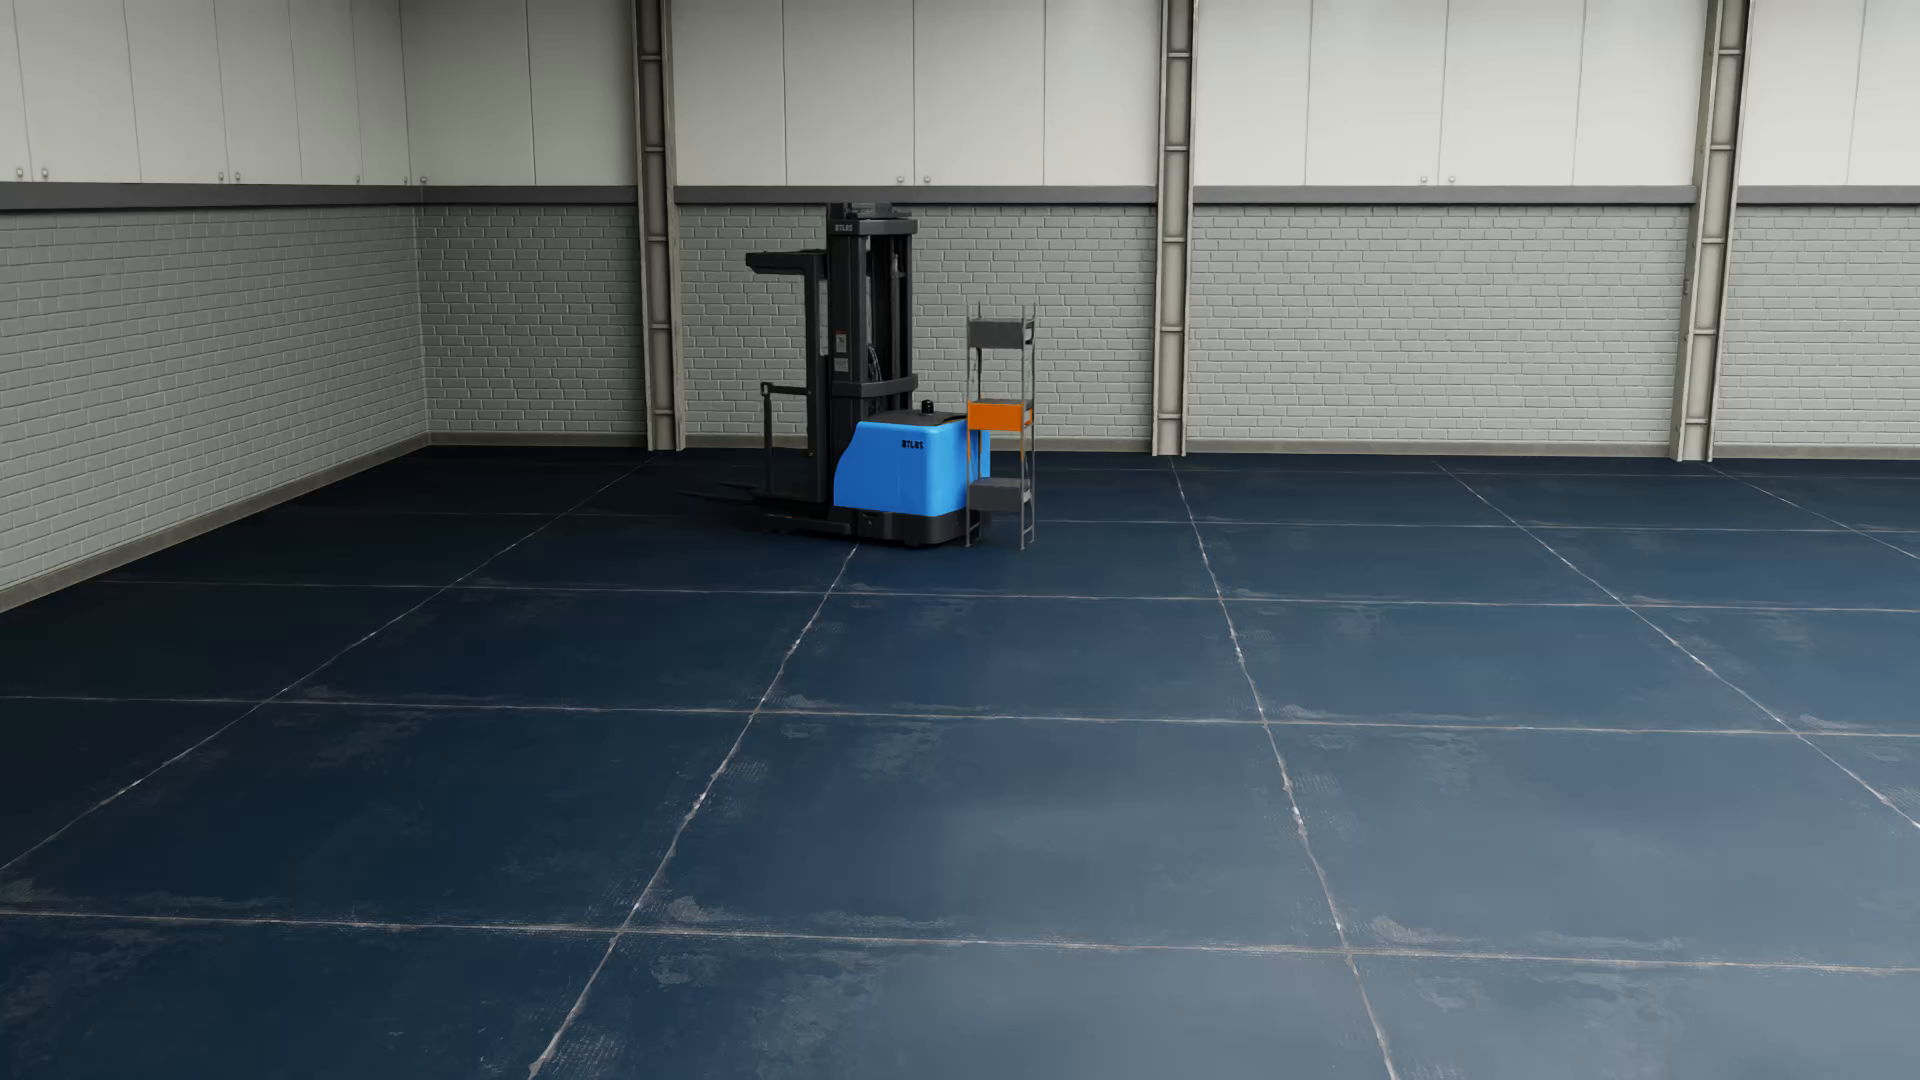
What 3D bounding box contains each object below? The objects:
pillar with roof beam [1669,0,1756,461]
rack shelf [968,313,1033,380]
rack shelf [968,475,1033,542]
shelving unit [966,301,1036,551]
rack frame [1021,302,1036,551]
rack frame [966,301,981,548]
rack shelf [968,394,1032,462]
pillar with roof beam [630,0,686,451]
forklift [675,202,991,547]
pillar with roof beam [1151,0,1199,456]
[{"bbox_3d":[8.157,-4.460,14.111,0.400,9.000,9.100,1,12,4],"label":"pillar with roof beam"},{"bbox_3d":[0.354,-1.658,14.215,0.480,0.518,0.431,3,12,16],"label":"rack shelf"},{"bbox_3d":[0.354,-0.288,14.502,0.480,0.518,0.431,3,12,16],"label":"rack shelf"},{"bbox_3d":[0.354,-0.986,14.356,0.503,2.100,0.431,3,12,16],"label":"shelving unit"},{"bbox_3d":[0.588,-0.972,14.289,0.015,2.100,0.400,3,12,16],"label":"rack frame"},{"bbox_3d":[0.119,-1.001,14.423,0.015,2.100,0.400,3,12,16],"label":"rack frame"},{"bbox_3d":[0.354,-0.973,14.359,0.480,0.518,0.431,3,12,16],"label":"rack shelf"},{"bbox_3d":[-3.816,-4.624,14.896,0.400,9.000,9.100,1,12,4],"label":"pillar with roof beam"},{"bbox_3d":[-1.245,-1.572,15.125,3.031,2.935,1.130,7,14,30],"label":"forklift"},{"bbox_3d":[2.170,-4.542,14.504,0.400,9.000,9.100,1,12,4],"label":"pillar with roof beam"}]
